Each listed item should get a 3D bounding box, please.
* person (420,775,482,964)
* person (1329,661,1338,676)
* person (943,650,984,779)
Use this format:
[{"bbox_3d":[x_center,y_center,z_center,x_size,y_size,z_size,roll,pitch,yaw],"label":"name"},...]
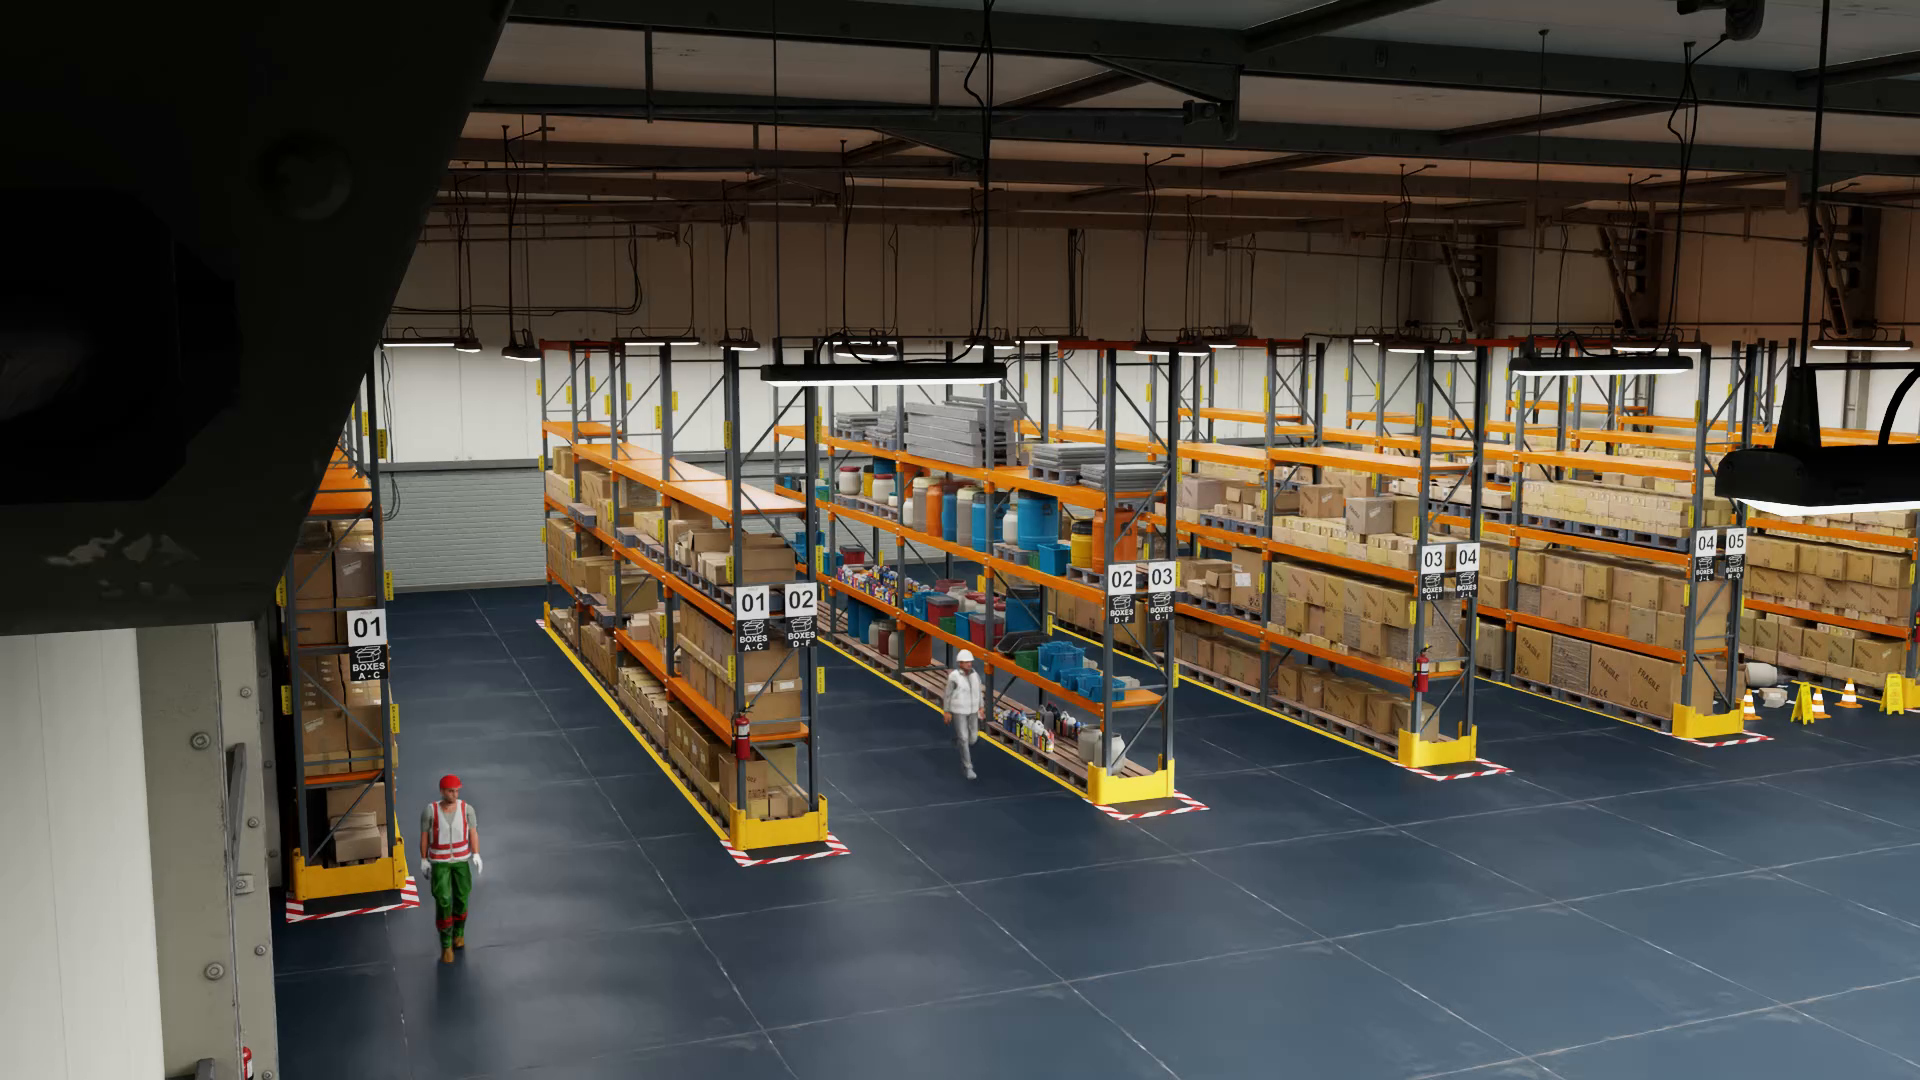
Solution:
[{"bbox_3d":[-5.107,3.298,16.743,0.563,1.836,0.605,-4,8,-28],"label":"person"},{"bbox_3d":[6.736,1.588,30.110,0.597,1.695,0.652,-1,7,-4],"label":"person"},{"bbox_3d":[0.098,2.410,23.432,0.565,1.731,0.907,-6,9,-38],"label":"person"}]
